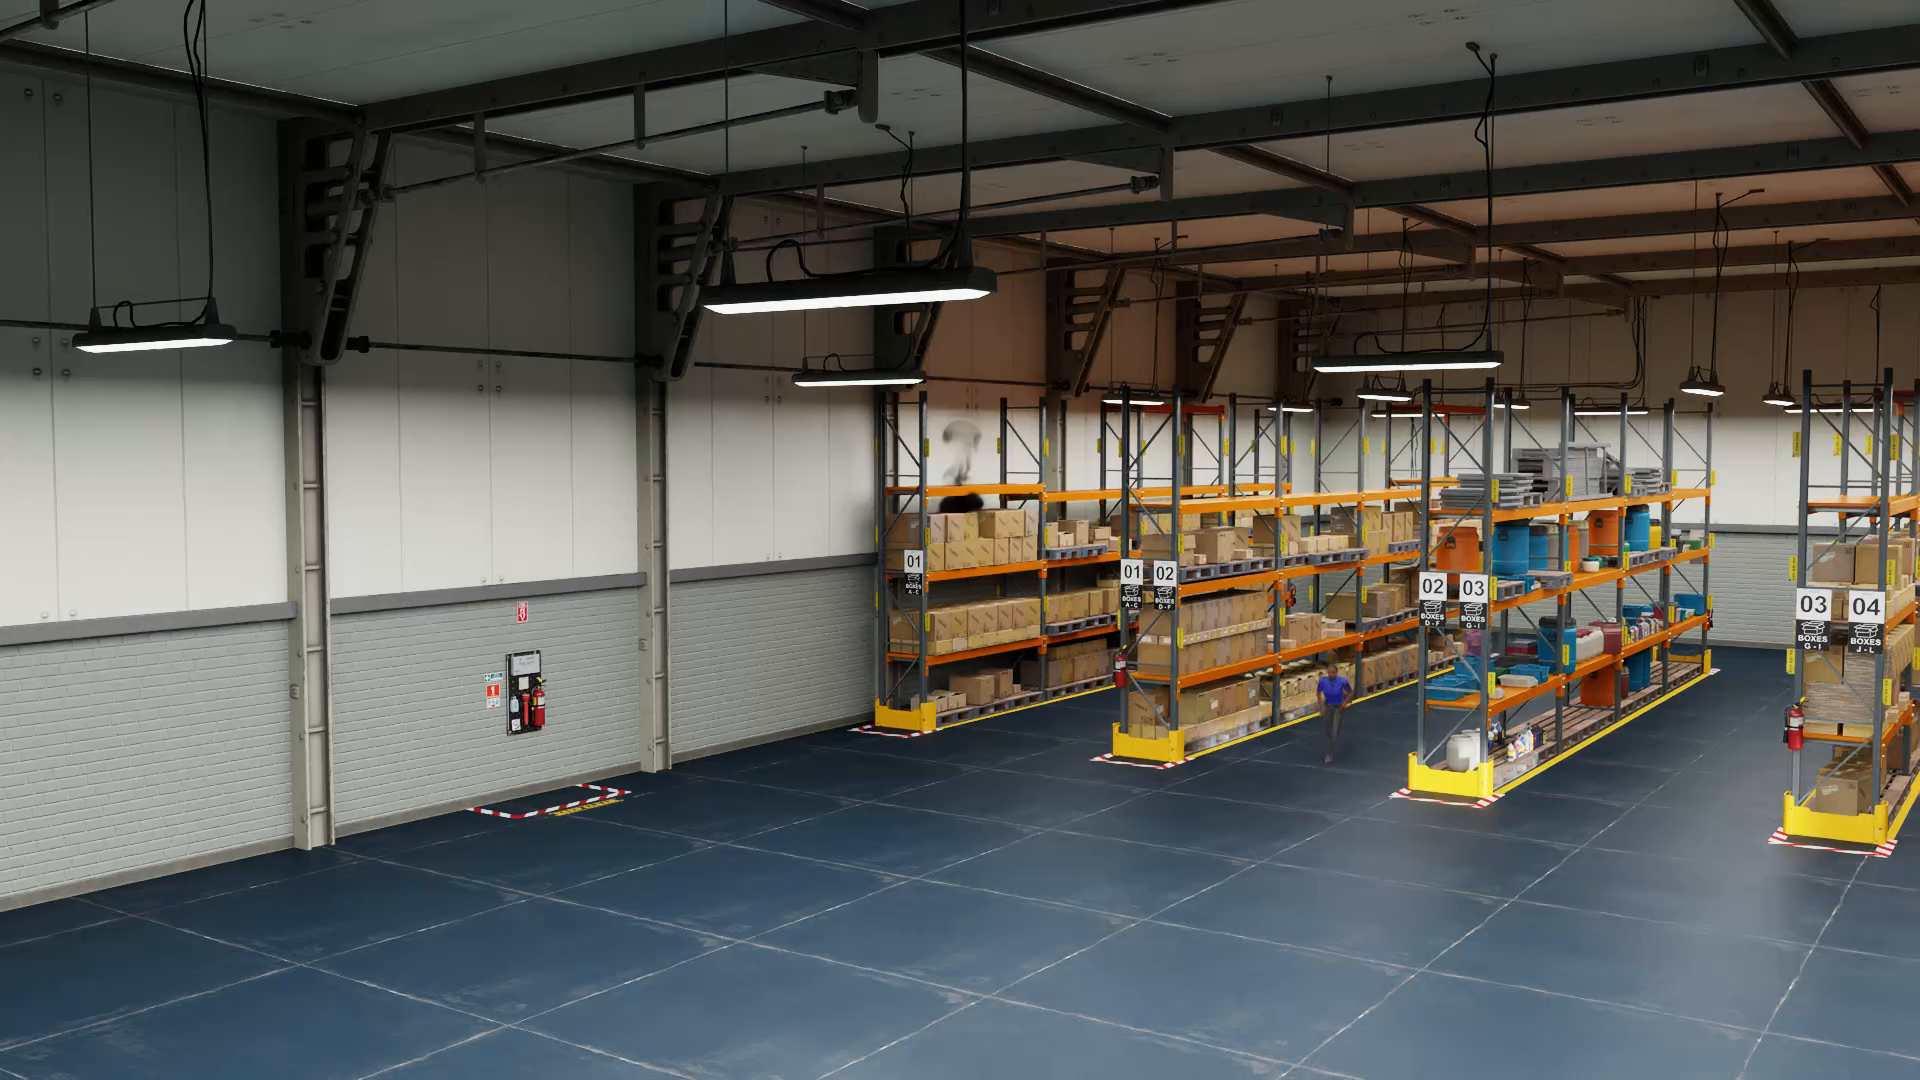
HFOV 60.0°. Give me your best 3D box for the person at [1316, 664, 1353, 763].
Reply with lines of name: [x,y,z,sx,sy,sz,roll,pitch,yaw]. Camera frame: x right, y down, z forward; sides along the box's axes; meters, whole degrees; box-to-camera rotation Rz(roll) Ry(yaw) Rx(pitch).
person: [6.018,2.754,26.711,0.575,1.609,0.845,1,3,16]

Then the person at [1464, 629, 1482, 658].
person: [10.397,2.365,33.475,0.537,1.596,0.889,2,4,31]
